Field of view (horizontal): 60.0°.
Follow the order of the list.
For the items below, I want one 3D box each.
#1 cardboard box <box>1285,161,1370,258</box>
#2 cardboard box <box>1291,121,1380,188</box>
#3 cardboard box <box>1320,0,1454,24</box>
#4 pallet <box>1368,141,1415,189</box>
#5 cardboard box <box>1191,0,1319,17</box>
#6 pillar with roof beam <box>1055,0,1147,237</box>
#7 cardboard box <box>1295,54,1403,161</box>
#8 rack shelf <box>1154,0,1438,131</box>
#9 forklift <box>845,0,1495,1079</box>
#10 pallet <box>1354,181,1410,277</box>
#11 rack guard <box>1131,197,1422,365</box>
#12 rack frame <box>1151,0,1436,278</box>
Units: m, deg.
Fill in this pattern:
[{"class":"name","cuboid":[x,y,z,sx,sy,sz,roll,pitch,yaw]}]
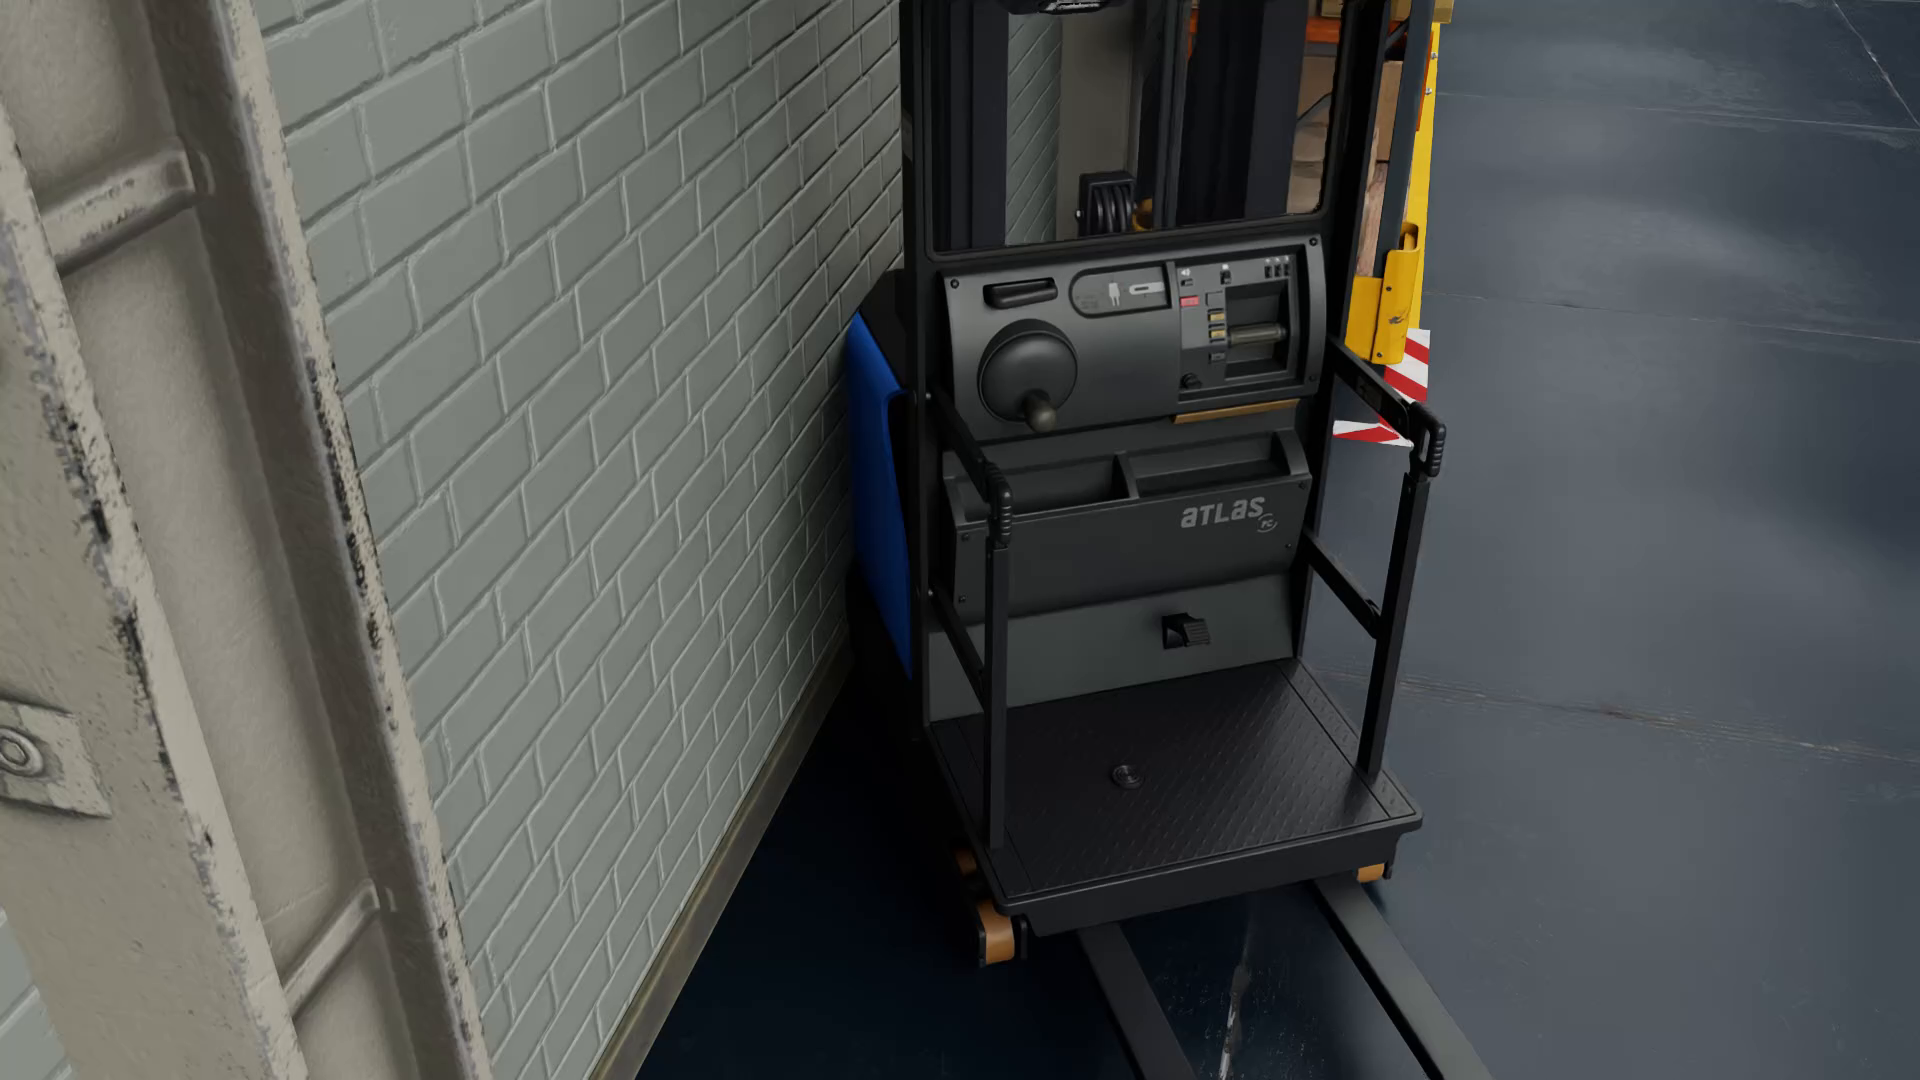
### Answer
[{"class":"cardboard box","cuboid":[1.550,-1.511,7.427,0.500,0.311,0.500,4,33,7]},{"class":"cardboard box","cuboid":[1.694,-1.807,7.892,0.500,0.311,0.500,11,34,16]},{"class":"cardboard box","cuboid":[1.718,-2.268,6.643,0.500,0.250,0.500,7,33,11]},{"class":"pallet","cuboid":[1.858,-2.024,8.736,1.003,0.211,1.213,8,33,12]},{"class":"cardboard box","cuboid":[1.218,-2.327,6.736,0.500,0.250,0.500,8,33,13]},{"class":"pillar with roof beam","cuboid":[4.792,-4.540,4.503,9.100,9.000,0.400,8,33,12]},{"class":"cardboard box","cuboid":[1.929,-2.260,8.430,0.700,0.500,0.500,6,33,9]},{"class":"rack shelf","cuboid":[1.794,-2.847,8.104,1.077,0.370,4.000,8,33,12]},{"class":"forklift","cuboid":[0.479,-0.428,3.692,1.130,2.935,3.031,-9,33,-14]},{"class":"pallet","cuboid":[1.547,-1.393,7.744,1.003,0.211,1.213,8,33,12]},{"class":"rack guard","cuboid":[1.306,-1.098,7.011,1.175,0.500,0.348,8,33,12]},{"class":"rack frame","cuboid":[1.287,-2.113,6.278,1.000,3.000,0.127,8,33,12]}]
